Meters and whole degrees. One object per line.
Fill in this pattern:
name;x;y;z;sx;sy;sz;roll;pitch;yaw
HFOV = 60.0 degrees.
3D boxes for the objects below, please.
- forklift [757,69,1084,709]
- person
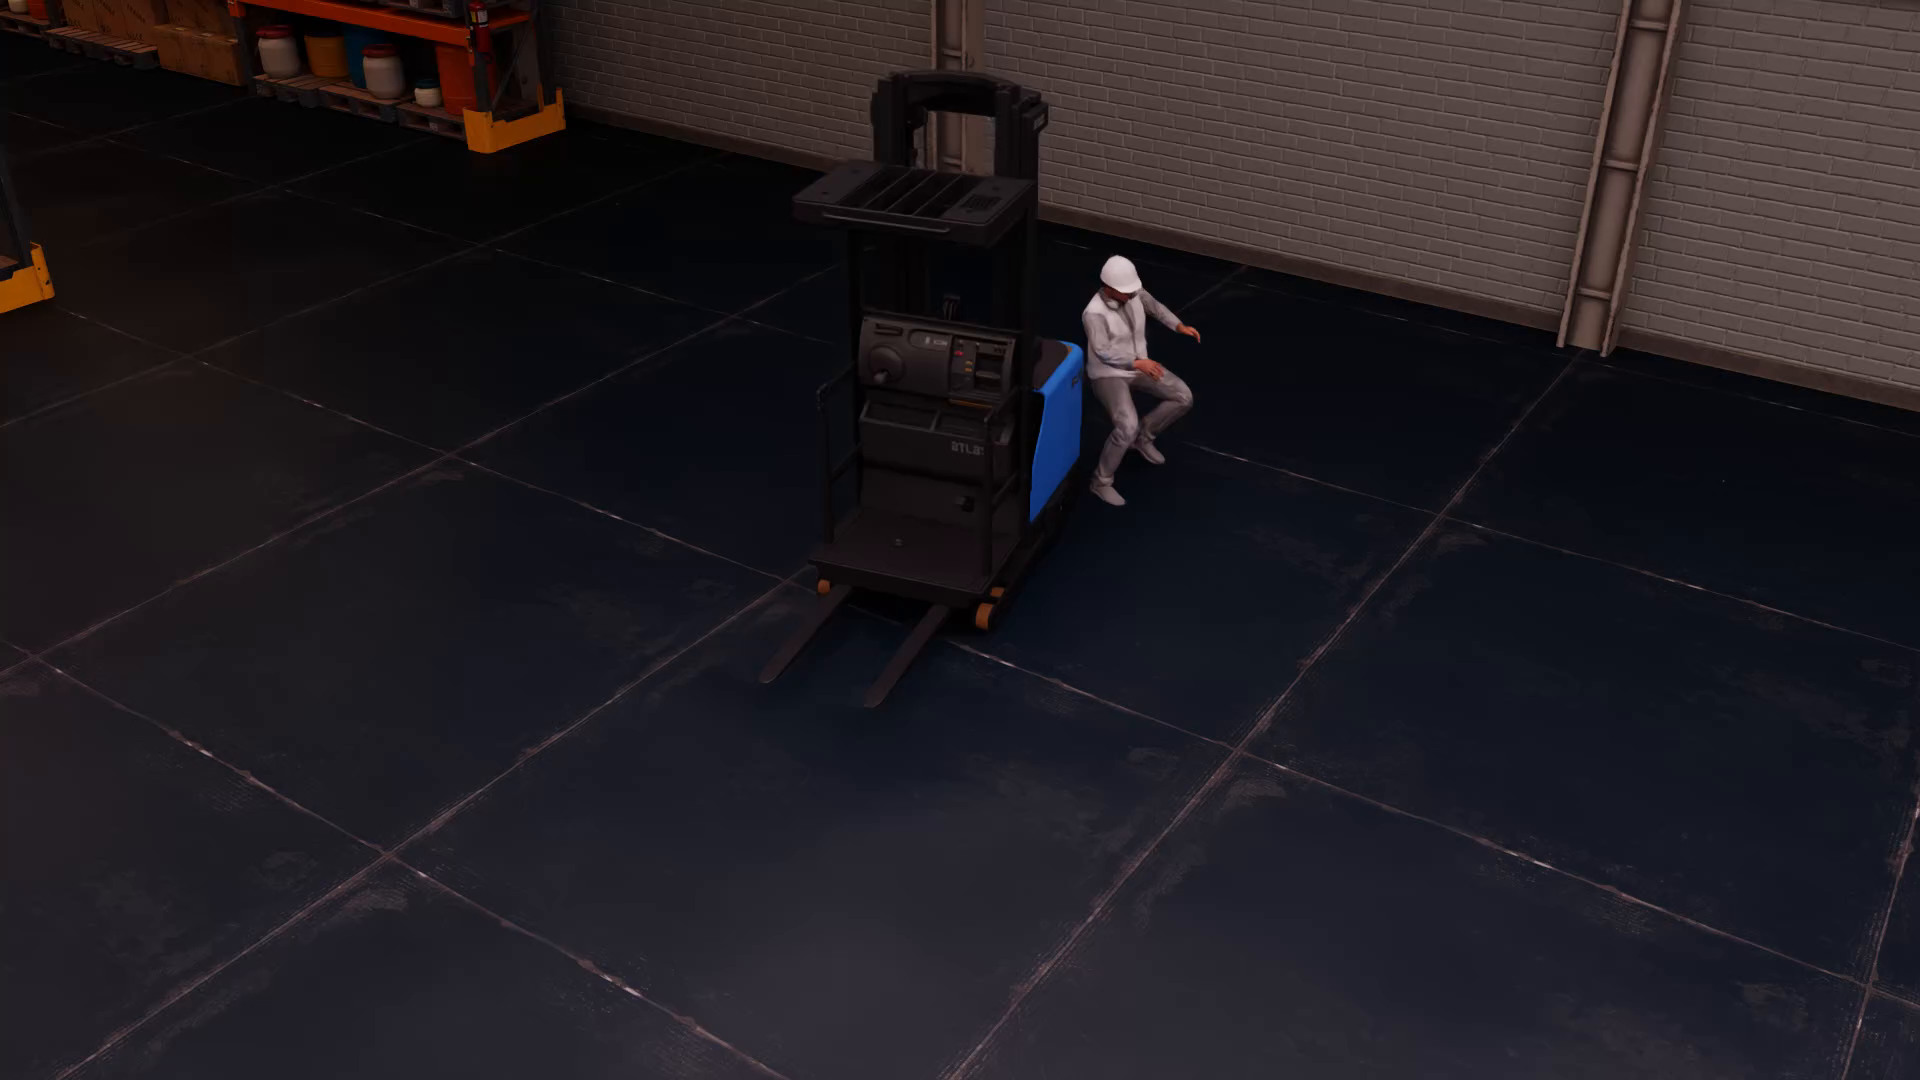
forklift;-0.211;-0.978;9.265;1.130;2.935;3.031;11;32;18
person;1.146;-1.097;10.885;0.775;1.569;0.837;26;39;37
